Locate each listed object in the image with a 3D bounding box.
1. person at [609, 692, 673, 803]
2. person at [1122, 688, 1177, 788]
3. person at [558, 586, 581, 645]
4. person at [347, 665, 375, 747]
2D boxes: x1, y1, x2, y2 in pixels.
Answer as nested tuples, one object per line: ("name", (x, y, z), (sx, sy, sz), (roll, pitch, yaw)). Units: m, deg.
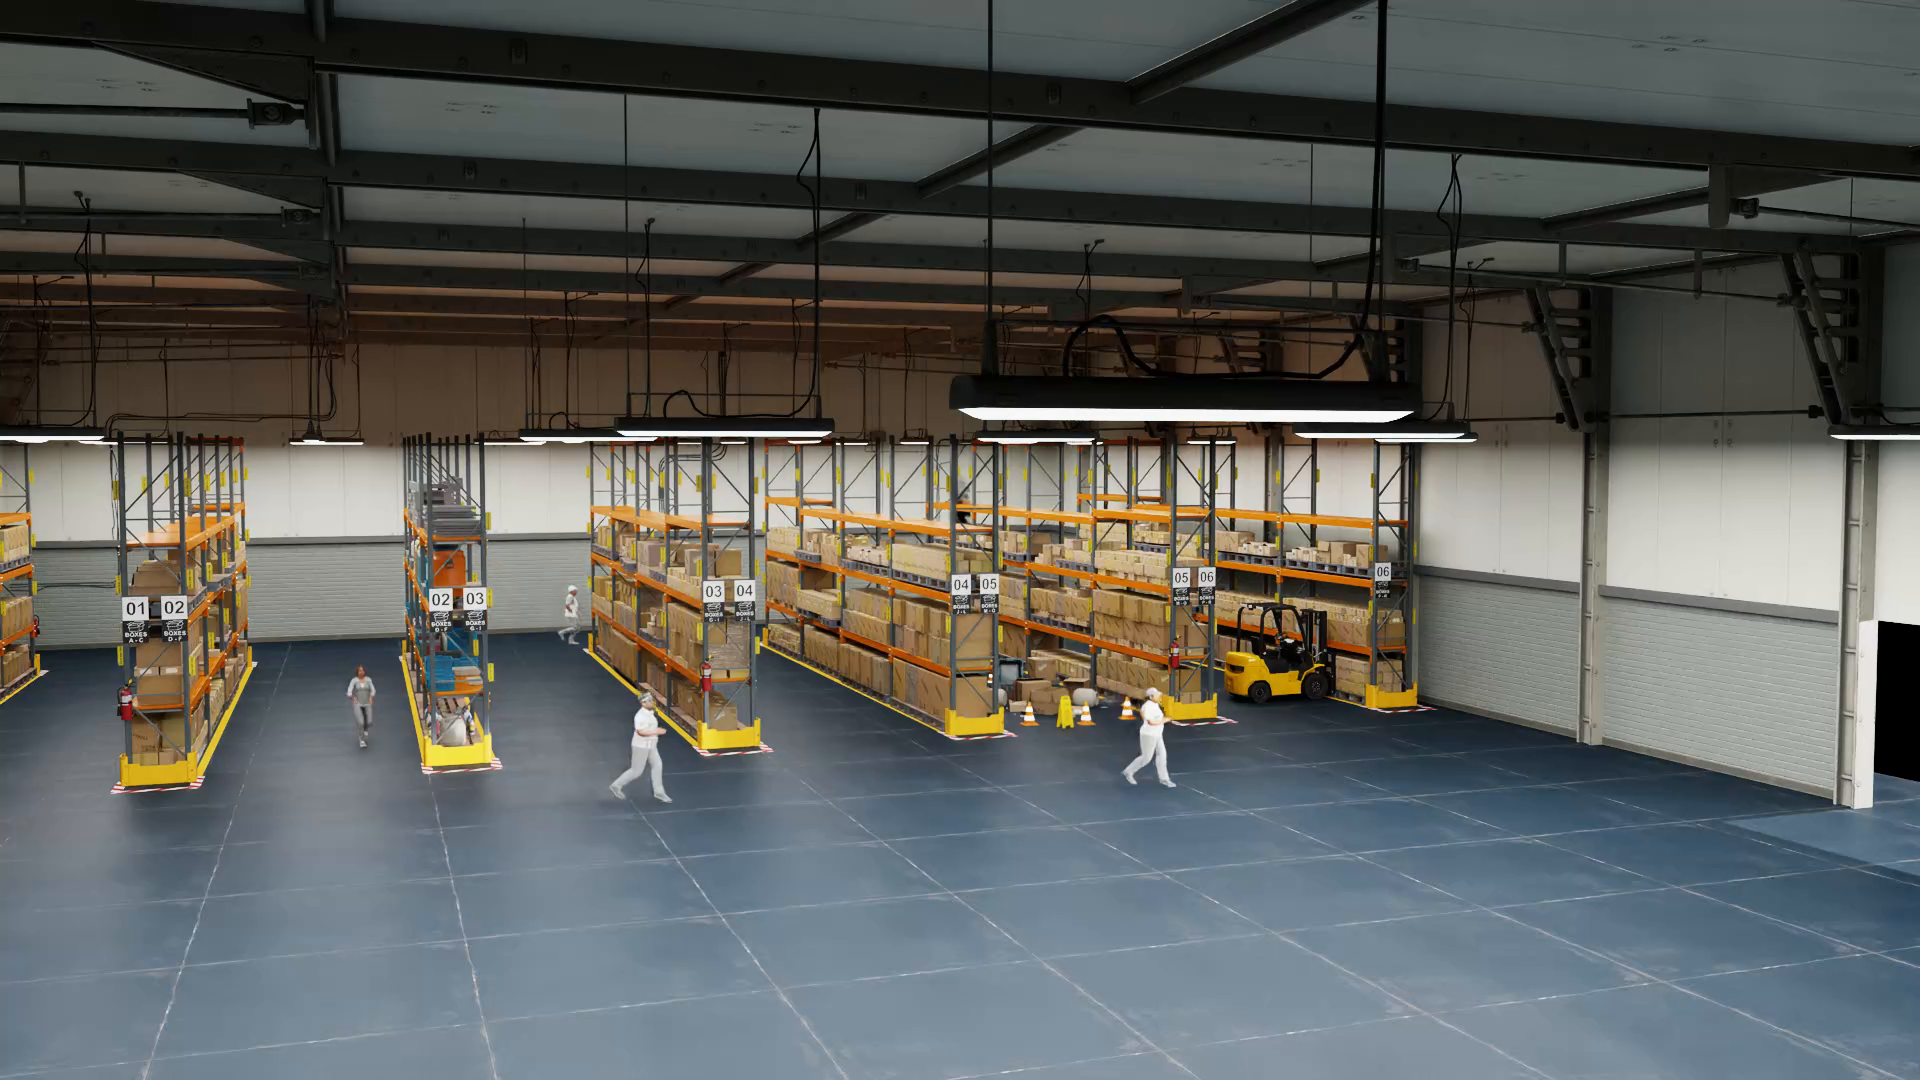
("person", (-5.139, 3.347, 26.838), (0.982, 1.817, 0.671), (0, 3, 8))
("person", (3.194, 3.317, 27.991), (0.903, 1.673, 0.632), (1, 3, 17))
("person", (-11.344, 2.189, 48.287), (0.639, 1.728, 0.668), (0, 3, -9))
("person", (-11.470, 3.177, 31.888), (0.532, 1.551, 0.559), (-2, 4, -30))
